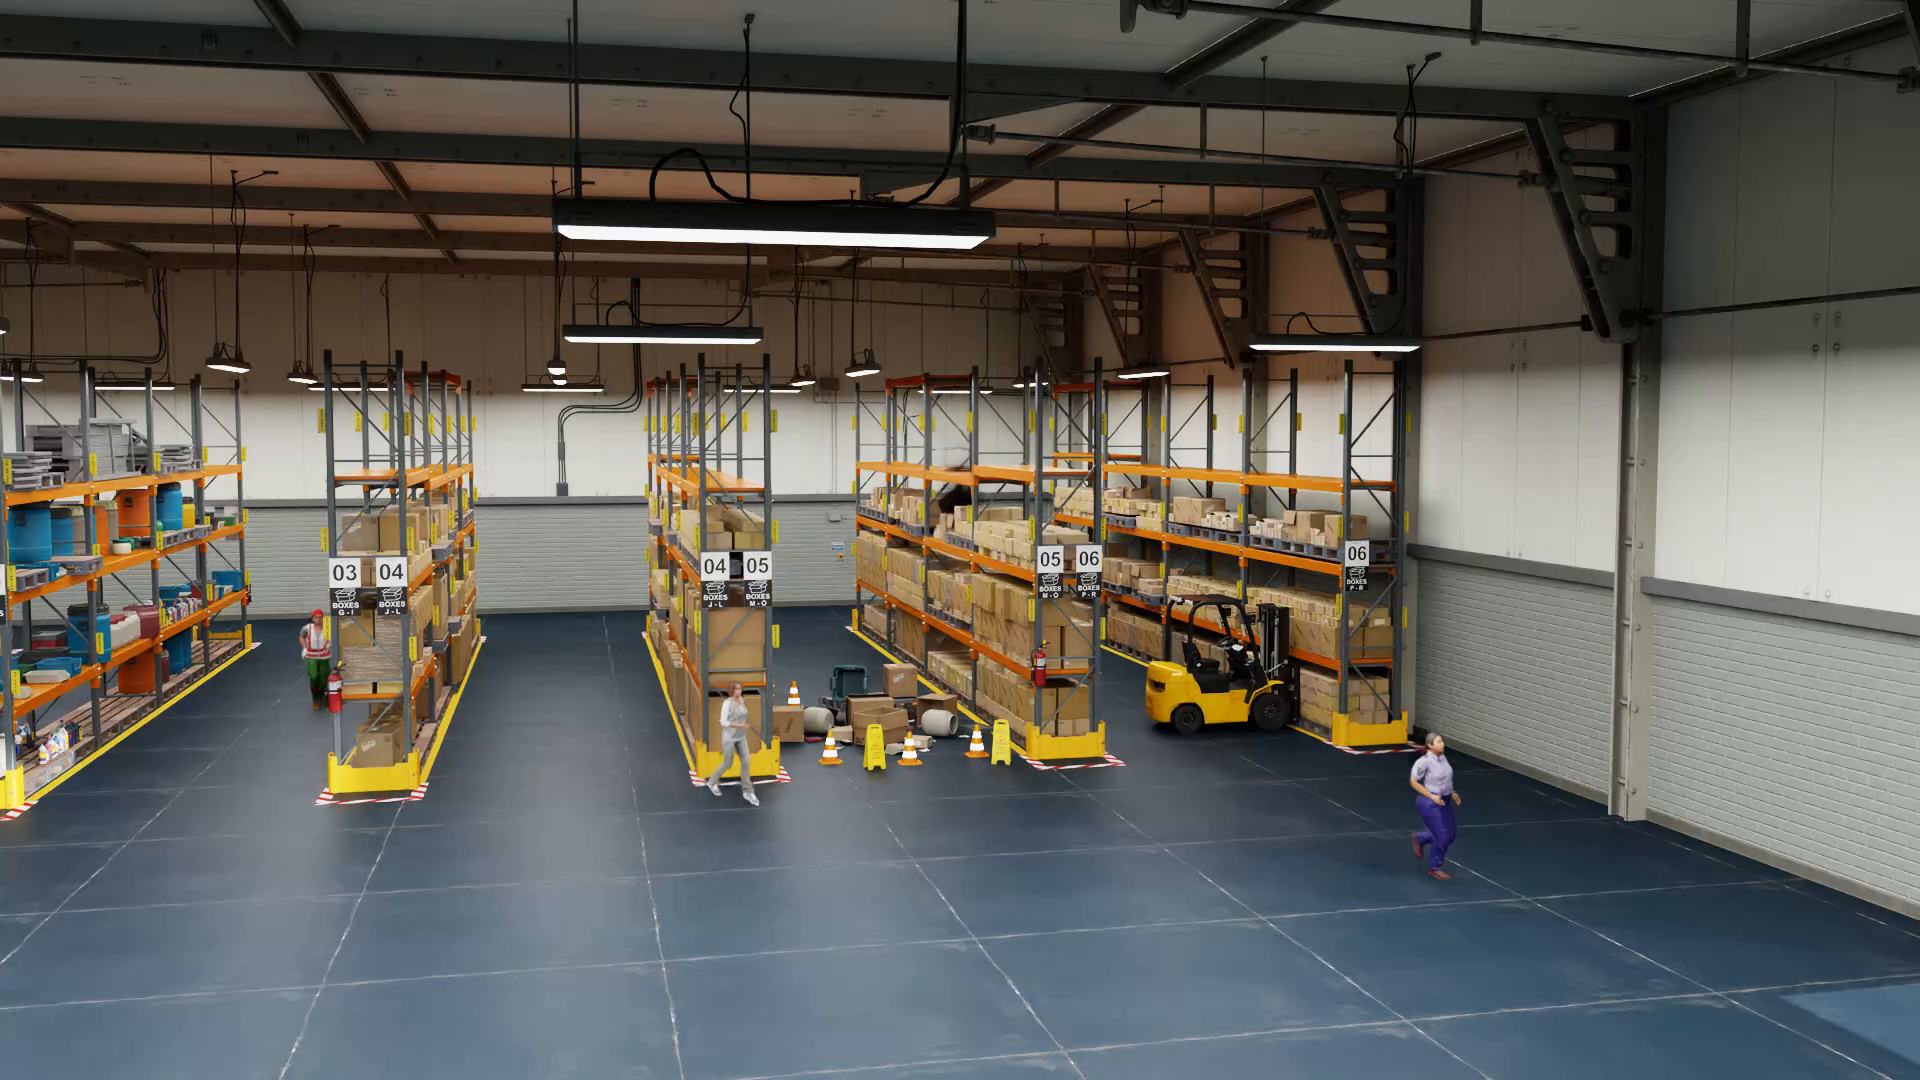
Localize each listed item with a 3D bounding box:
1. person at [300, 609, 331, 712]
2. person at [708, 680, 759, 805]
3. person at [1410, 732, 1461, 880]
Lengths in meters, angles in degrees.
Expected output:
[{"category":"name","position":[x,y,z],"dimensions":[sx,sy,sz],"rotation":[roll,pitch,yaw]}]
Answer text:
[{"category":"person","position":[-11.228,2.099,29.136],"dimensions":[0.565,1.809,0.838],"rotation":[-2,5,-28]},{"category":"person","position":[-3.013,2.664,22.029],"dimensions":[0.811,1.633,0.560],"rotation":[3,5,34]},{"category":"person","position":[5.217,2.931,18.451],"dimensions":[0.608,1.611,0.592],"rotation":[-4,5,-42]}]
